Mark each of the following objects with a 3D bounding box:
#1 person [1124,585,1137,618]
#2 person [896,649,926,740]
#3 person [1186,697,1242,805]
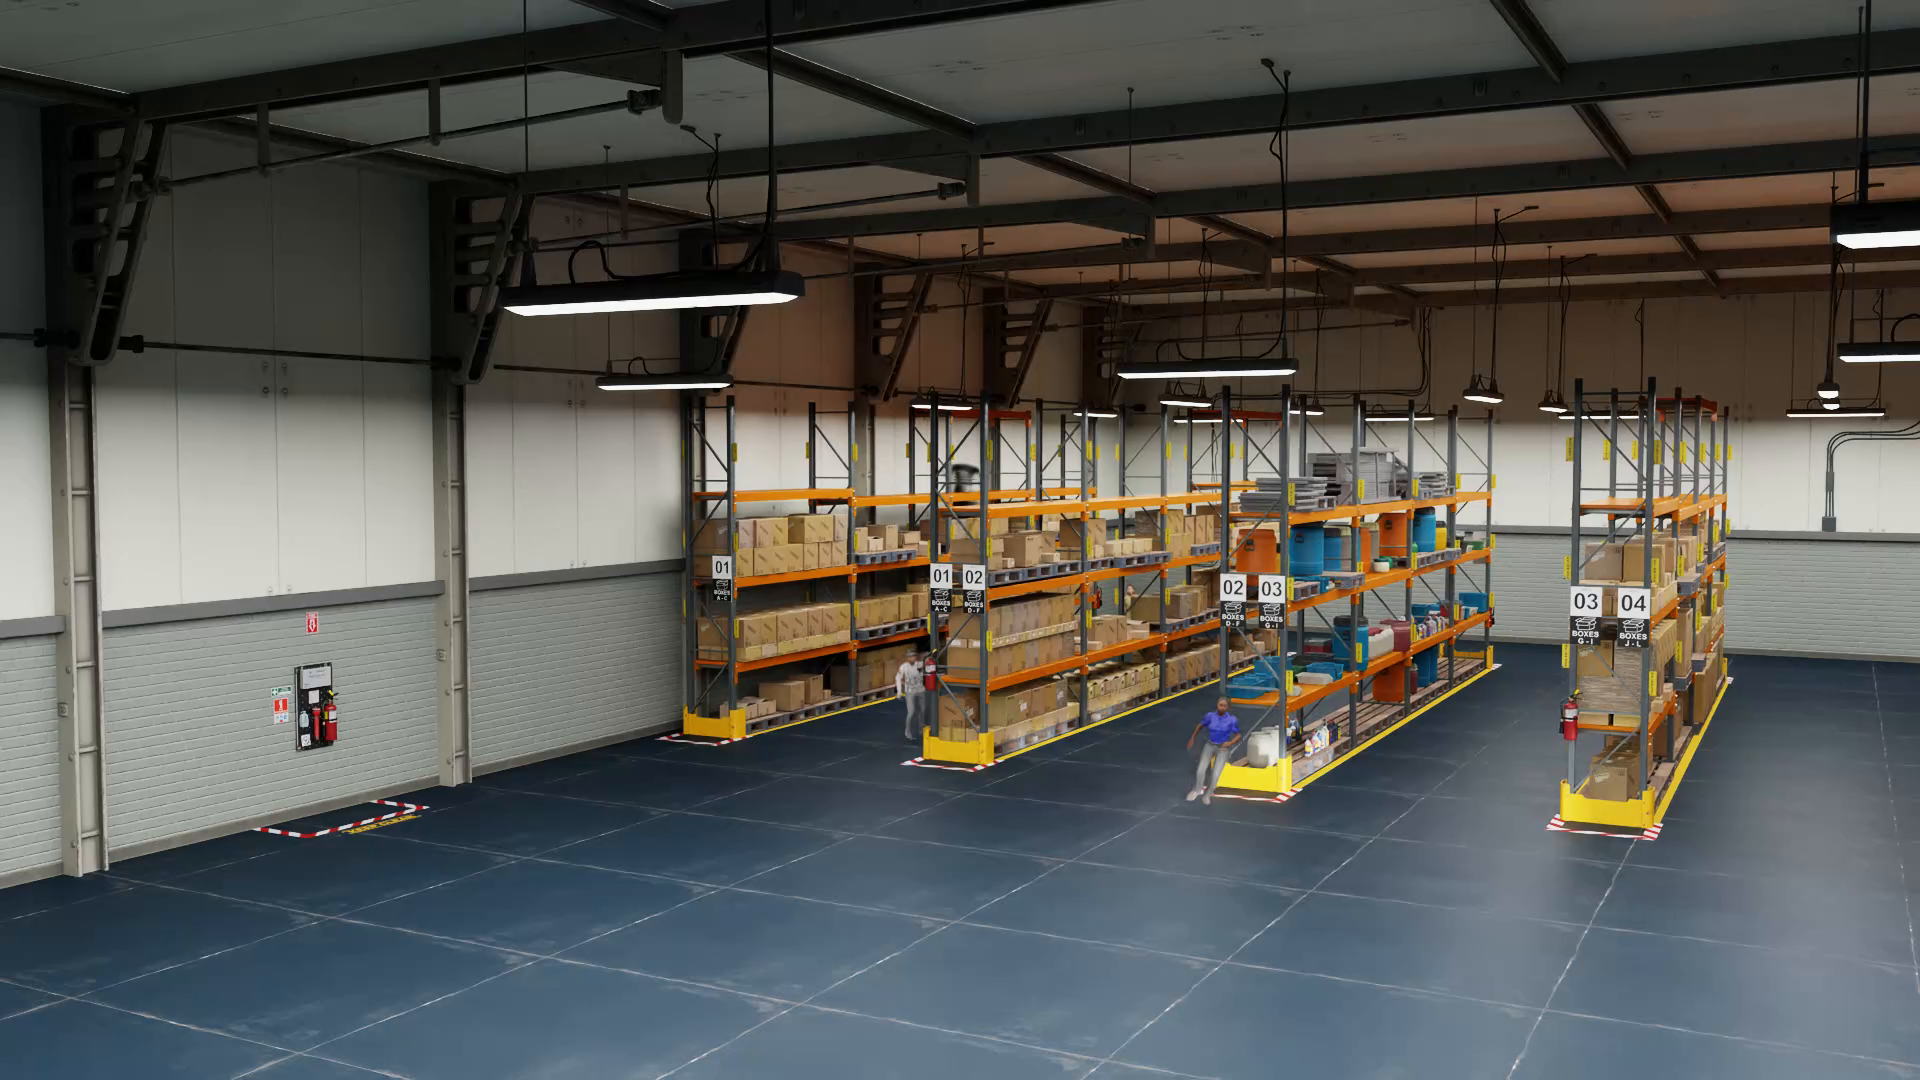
[{"bbox_3d":[4.368,2.015,42.230,0.531,1.565,0.678,1,3,19],"label":"person"},{"bbox_3d":[-0.774,2.699,29.081,0.622,1.629,0.754,-1,3,-17],"label":"person"},{"bbox_3d":[3.600,3.008,23.576,0.769,1.585,0.596,0,3,7],"label":"person"}]
